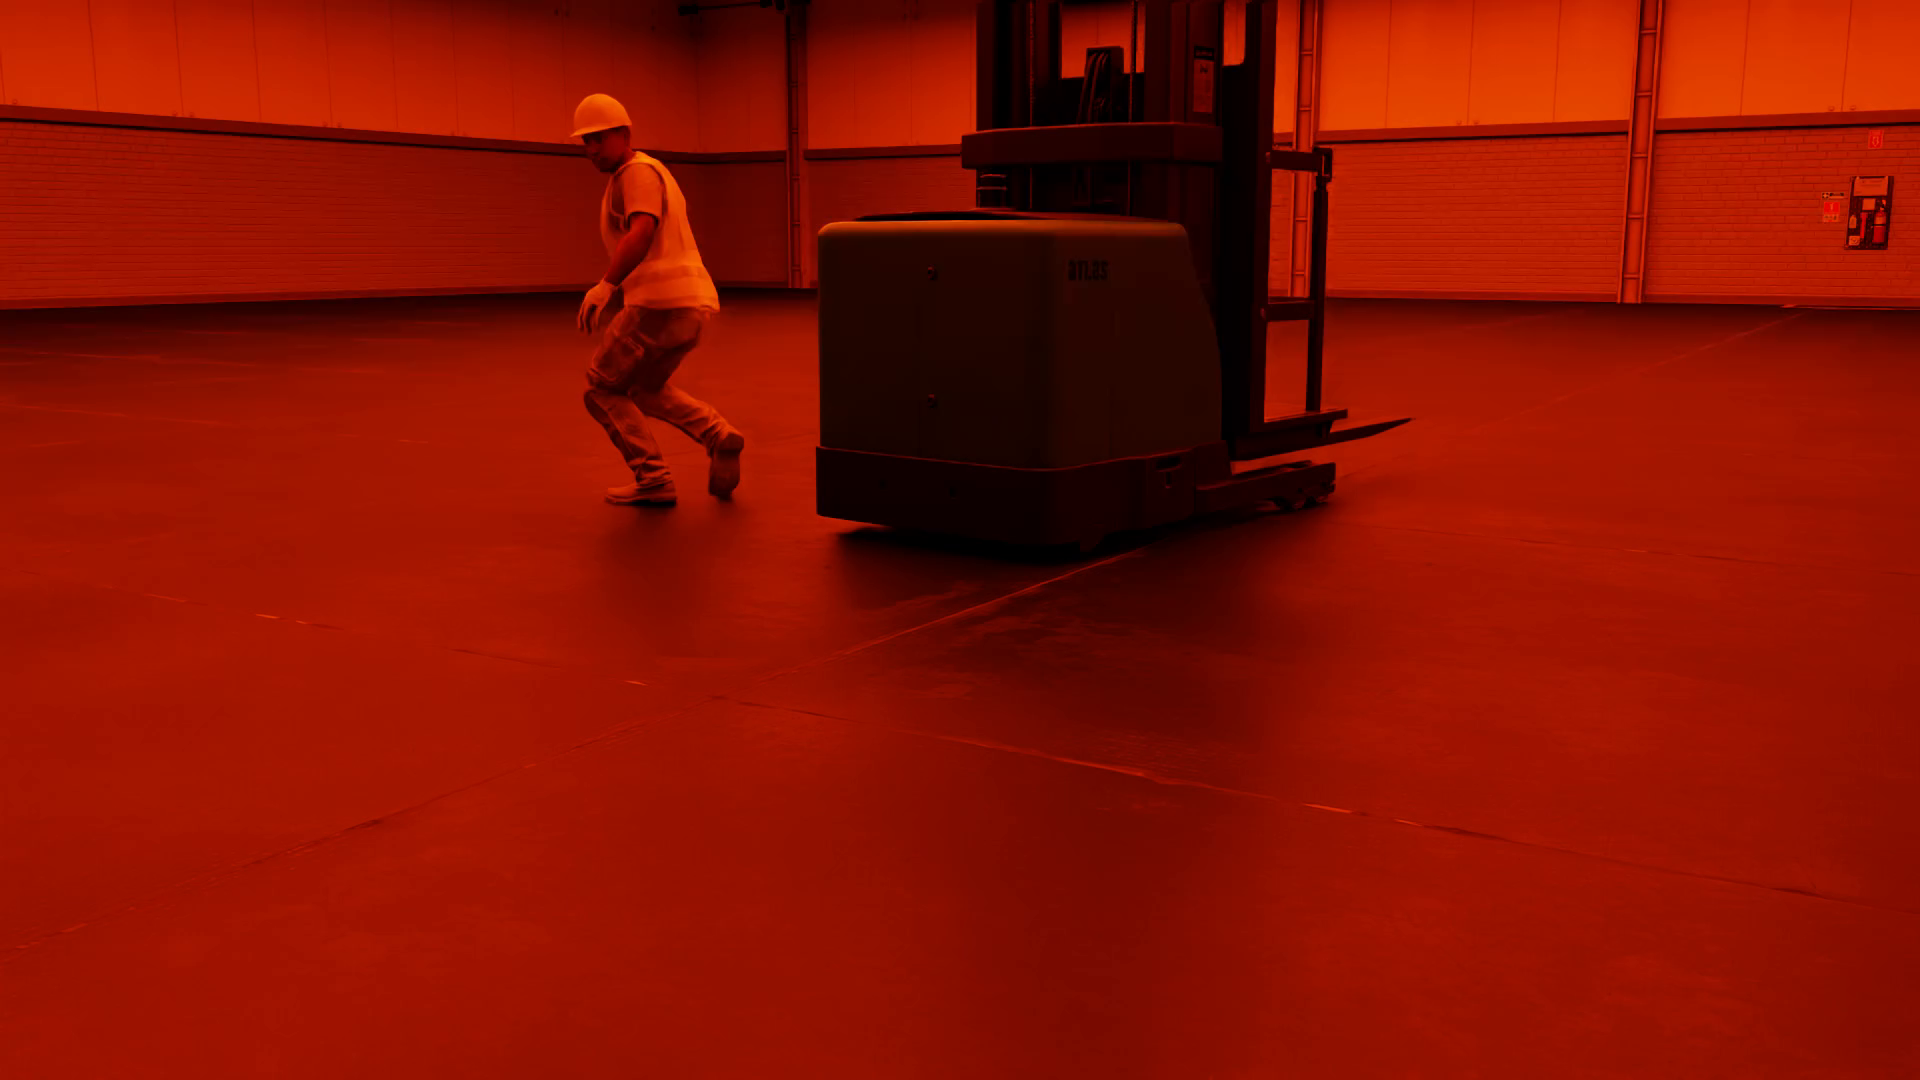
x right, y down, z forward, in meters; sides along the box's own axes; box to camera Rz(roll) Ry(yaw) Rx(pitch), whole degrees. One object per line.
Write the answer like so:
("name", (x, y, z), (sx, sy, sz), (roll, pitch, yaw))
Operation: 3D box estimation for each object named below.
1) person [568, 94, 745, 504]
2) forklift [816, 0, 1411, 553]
("person", (-1.171, -0.937, 6.570), (0.588, 1.592, 0.959), (2, 10, 11))
("forklift", (0.825, -1.609, 6.384), (1.130, 2.935, 3.031), (8, 13, 39))
